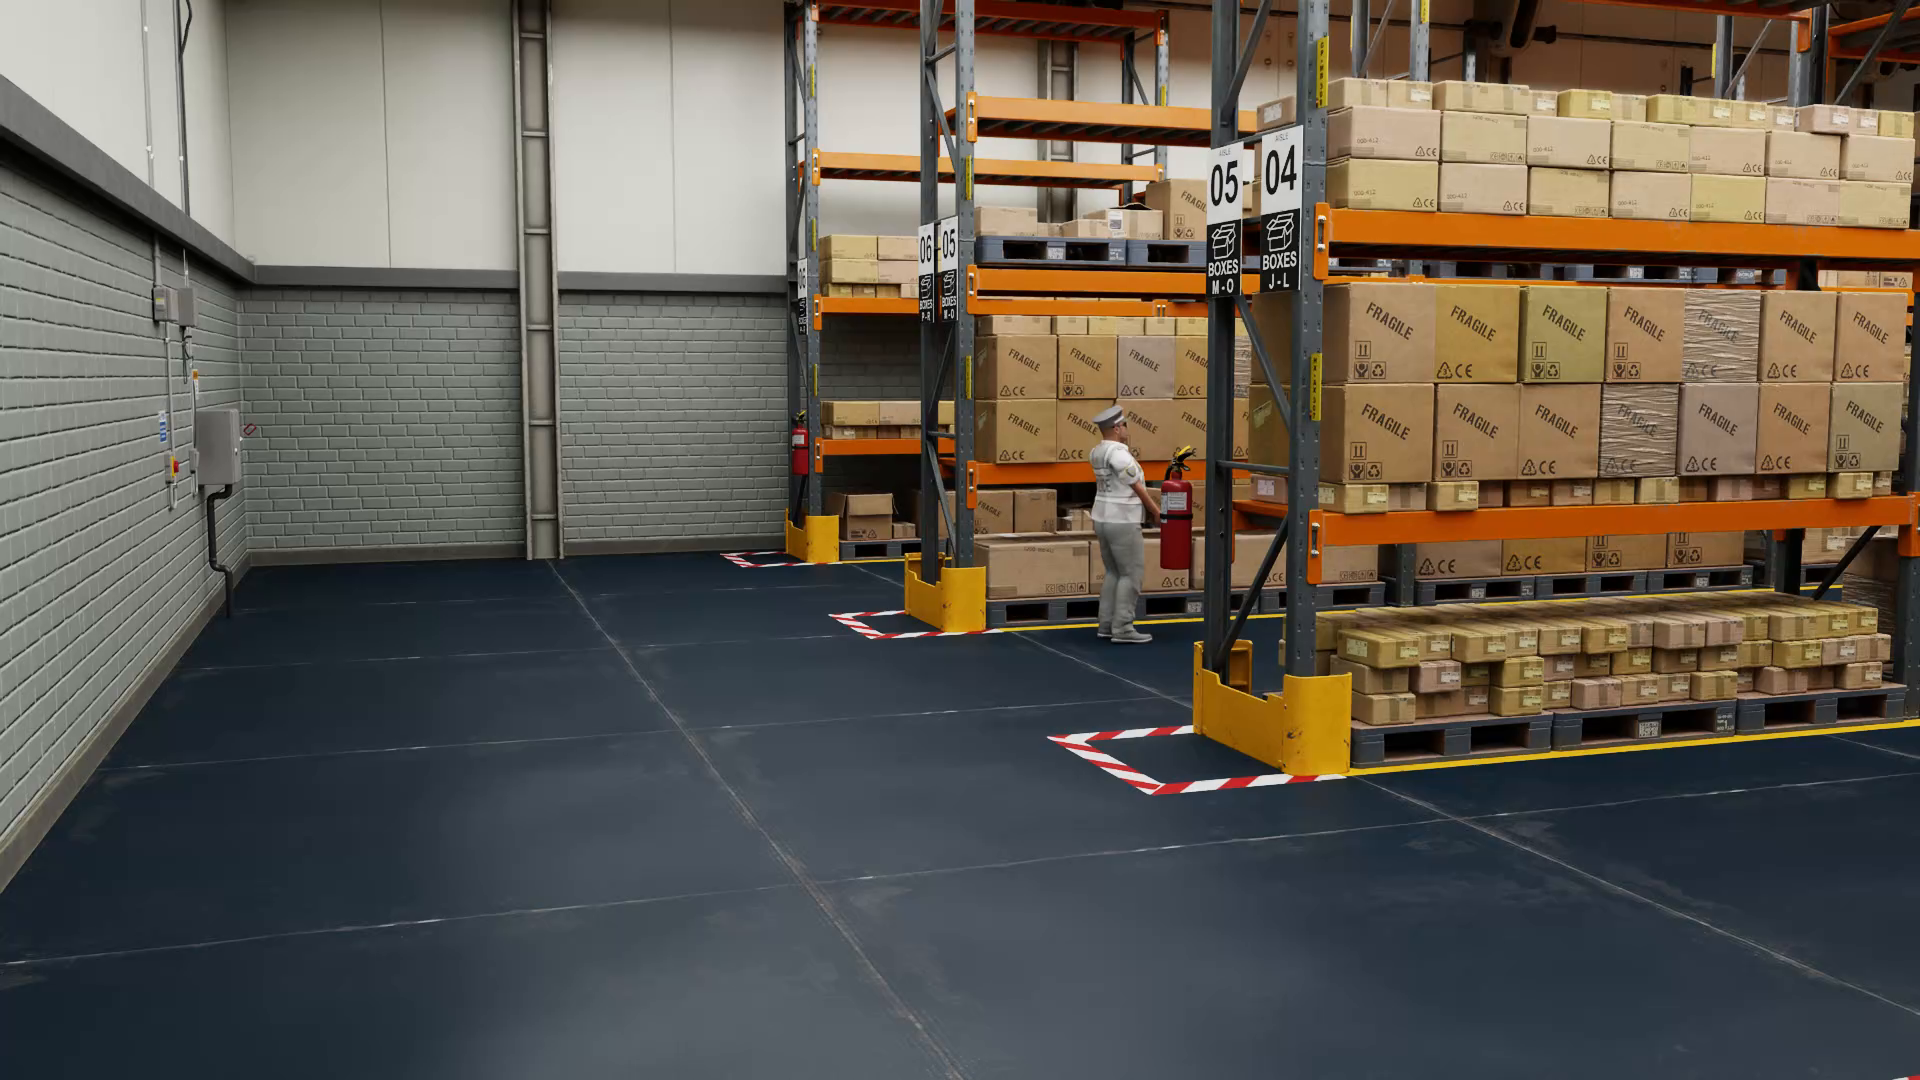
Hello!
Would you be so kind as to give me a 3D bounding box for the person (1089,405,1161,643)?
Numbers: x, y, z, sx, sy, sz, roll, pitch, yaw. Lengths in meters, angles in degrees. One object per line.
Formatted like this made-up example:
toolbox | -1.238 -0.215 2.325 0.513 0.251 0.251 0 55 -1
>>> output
person | 1.264 -0.129 12.476 0.572 1.768 0.494 -2 6 -19
